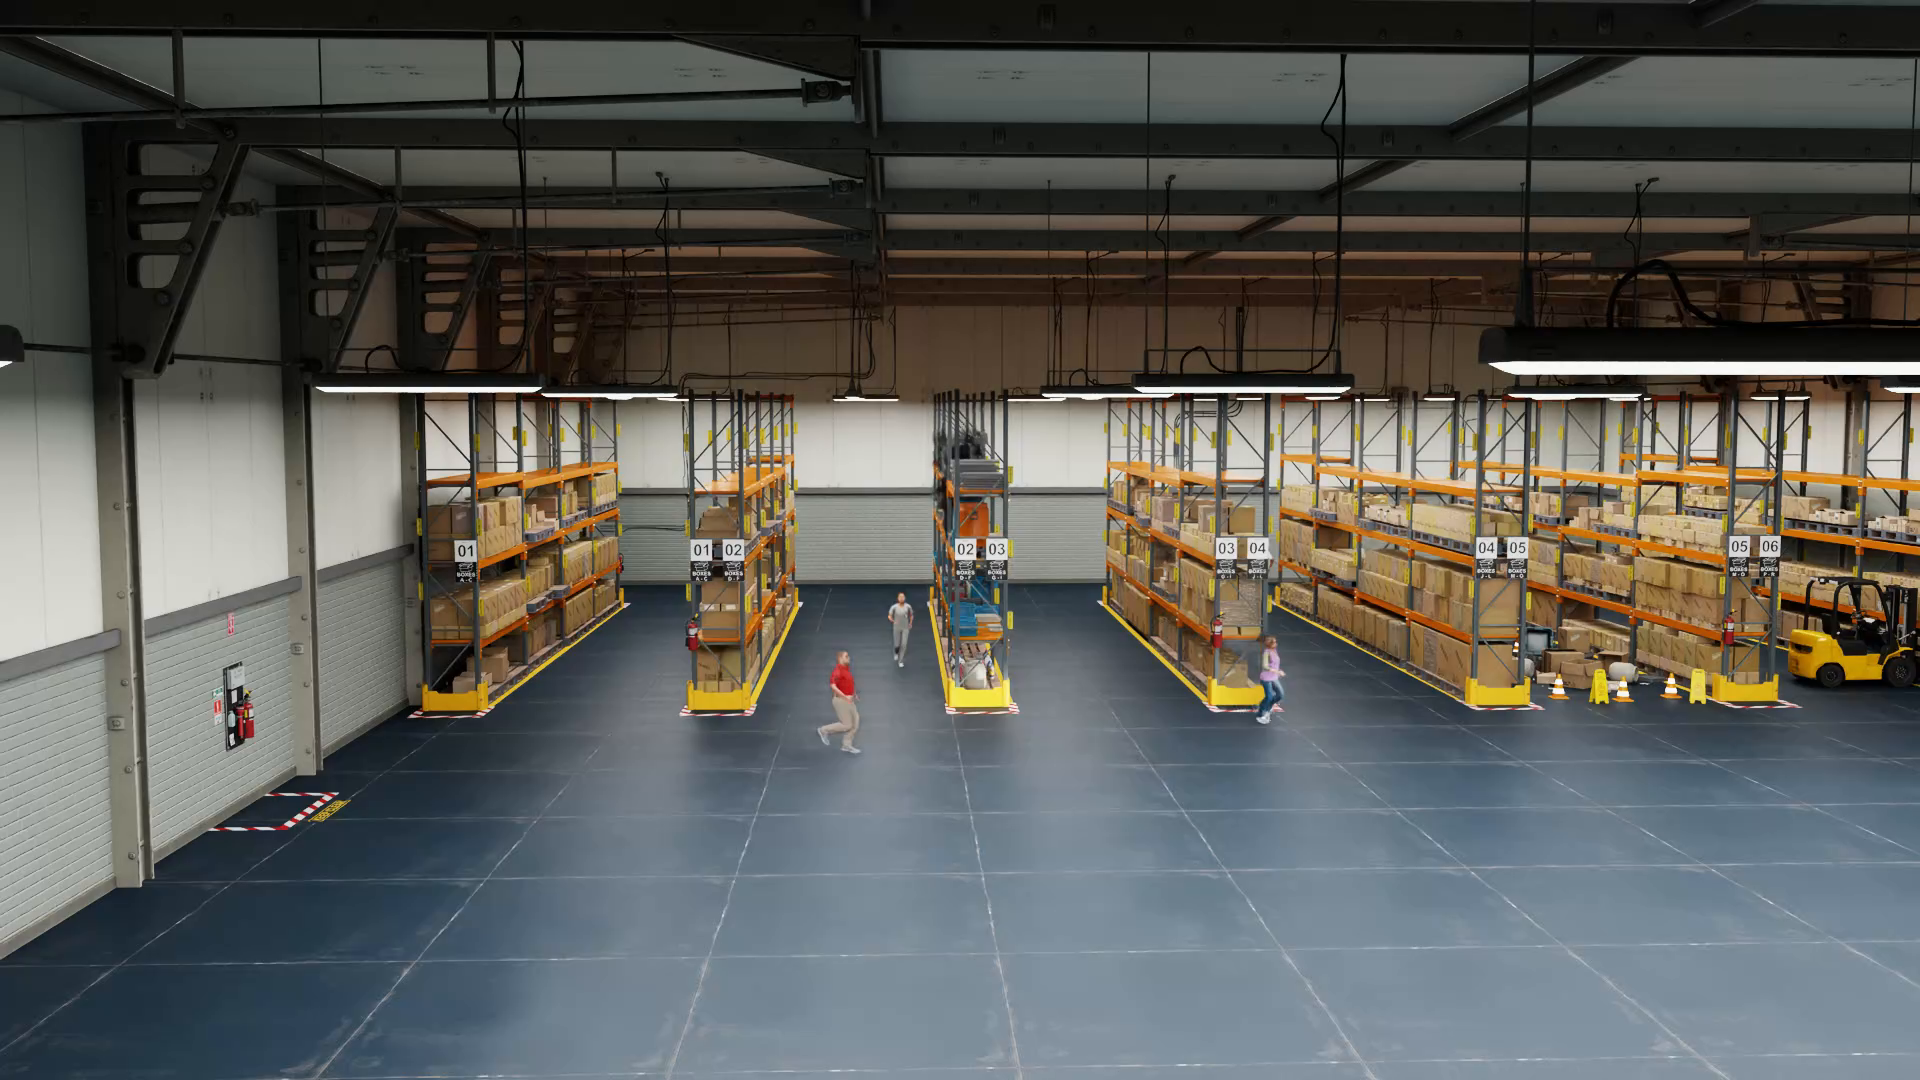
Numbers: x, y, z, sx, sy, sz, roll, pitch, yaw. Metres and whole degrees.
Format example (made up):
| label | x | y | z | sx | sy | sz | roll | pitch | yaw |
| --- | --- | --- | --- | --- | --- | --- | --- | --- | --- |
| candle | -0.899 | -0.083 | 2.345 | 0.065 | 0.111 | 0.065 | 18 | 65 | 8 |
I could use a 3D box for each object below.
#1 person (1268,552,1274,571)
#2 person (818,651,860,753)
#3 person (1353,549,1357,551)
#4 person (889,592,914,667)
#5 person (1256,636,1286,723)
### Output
| label | x | y | z | sx | sy | sz | roll | pitch | yaw |
| --- | --- | --- | --- | --- | --- | --- | --- | --- | --- |
| person | 8.718 | 0.893 | 48.499 | 0.685 | 1.747 | 0.762 | -3 | 5 | -29 |
| person | -1.977 | 2.663 | 27.378 | 0.691 | 1.697 | 0.648 | 1 | 5 | 10 |
| person | 11.539 | 0.848 | 49.111 | 0.765 | 1.845 | 0.644 | 0 | 5 | 0 |
| person | -1.282 | 1.944 | 36.359 | 0.563 | 1.628 | 0.639 | -1 | 5 | -10 |
| person | 5.605 | 2.502 | 29.829 | 0.584 | 1.565 | 0.570 | 4 | 6 | 38 |
